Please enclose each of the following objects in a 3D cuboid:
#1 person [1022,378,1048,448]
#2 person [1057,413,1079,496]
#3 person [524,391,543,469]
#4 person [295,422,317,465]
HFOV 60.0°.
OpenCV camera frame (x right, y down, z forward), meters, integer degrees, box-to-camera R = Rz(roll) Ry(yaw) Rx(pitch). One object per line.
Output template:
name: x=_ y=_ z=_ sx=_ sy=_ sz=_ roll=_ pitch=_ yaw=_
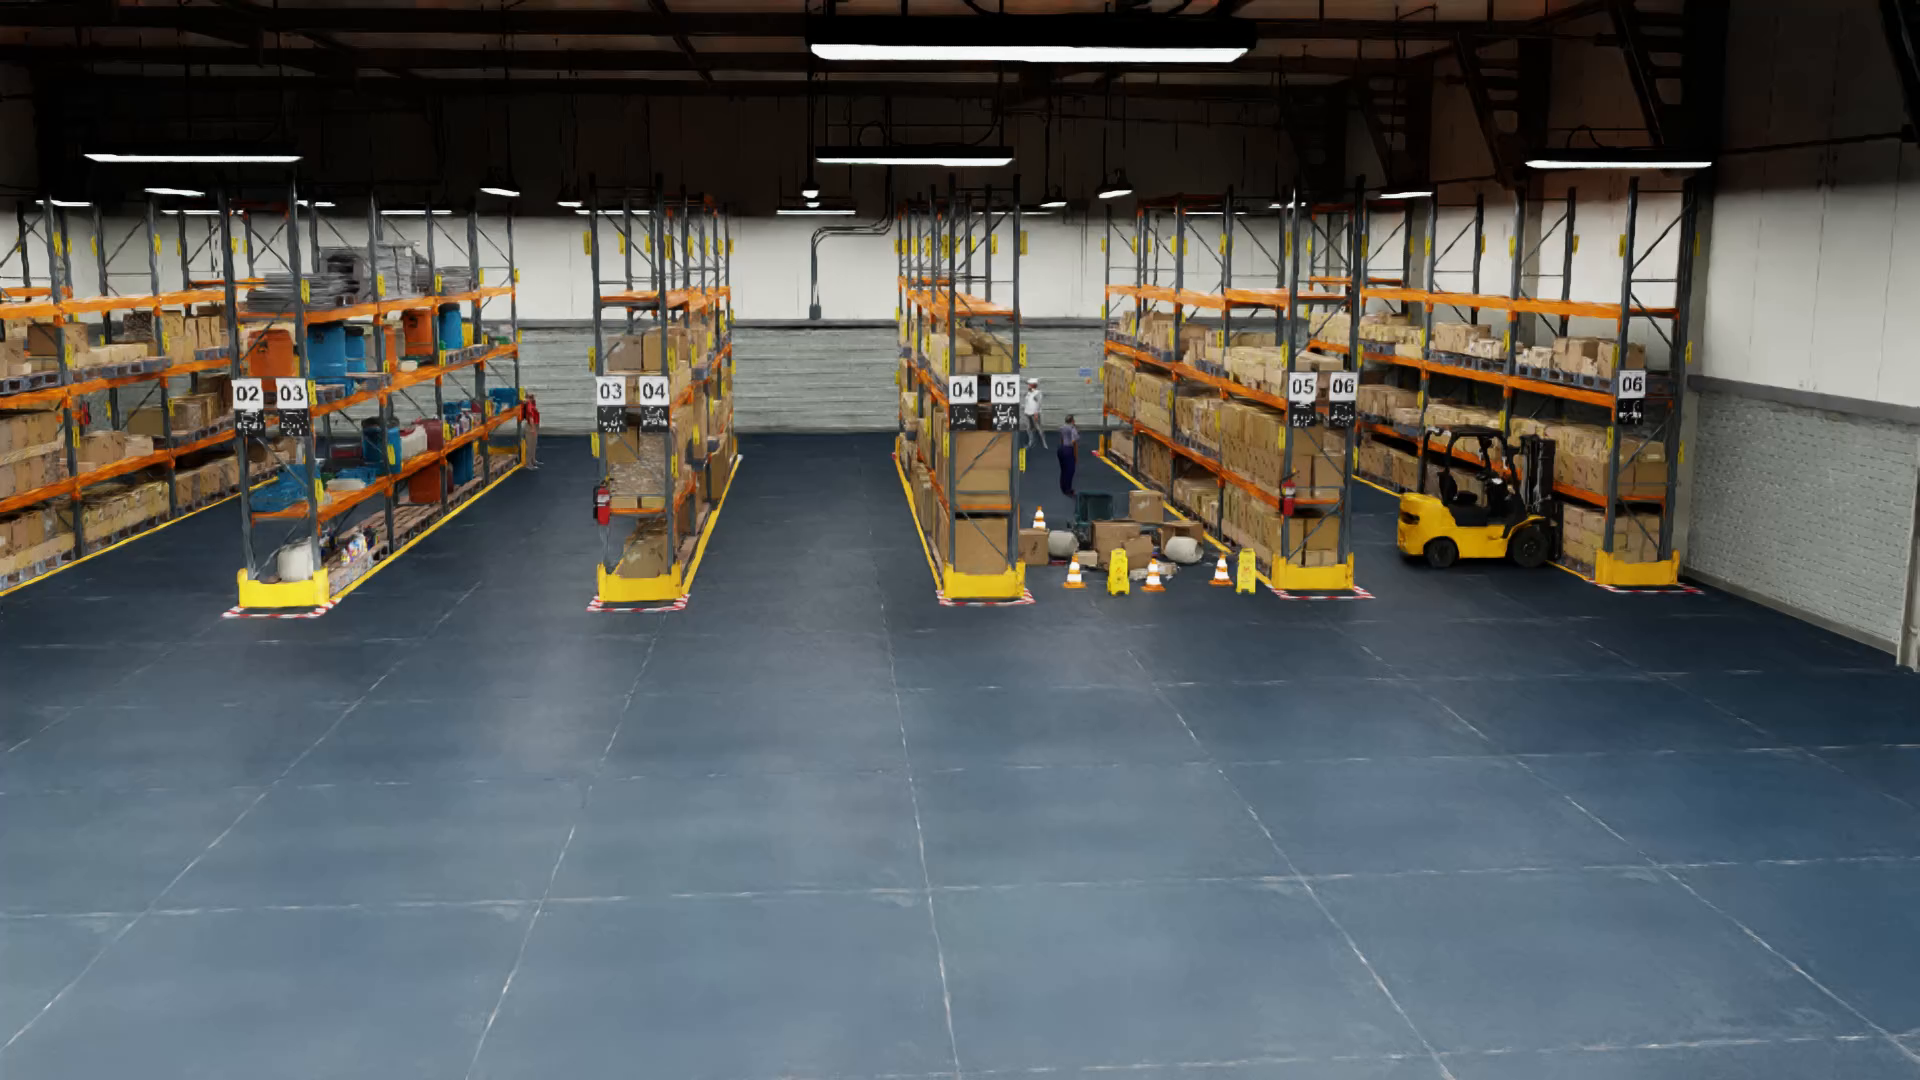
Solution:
person: x=1.910 y=-3.181 z=41.669 sx=0.473 sy=1.771 sz=0.721 roll=-6 pitch=12 yaw=-32
person: x=2.236 y=-1.734 z=33.745 sx=0.445 sy=1.644 sz=0.578 roll=-6 pitch=12 yaw=-31
person: x=-9.759 y=-2.527 z=37.930 sx=0.404 sy=1.736 sz=0.685 roll=-3 pitch=10 yaw=-15
person: x=-13.986 y=-2.037 z=35.558 sx=0.445 sy=1.591 sz=1.110 roll=-1 pitch=10 yaw=-7
